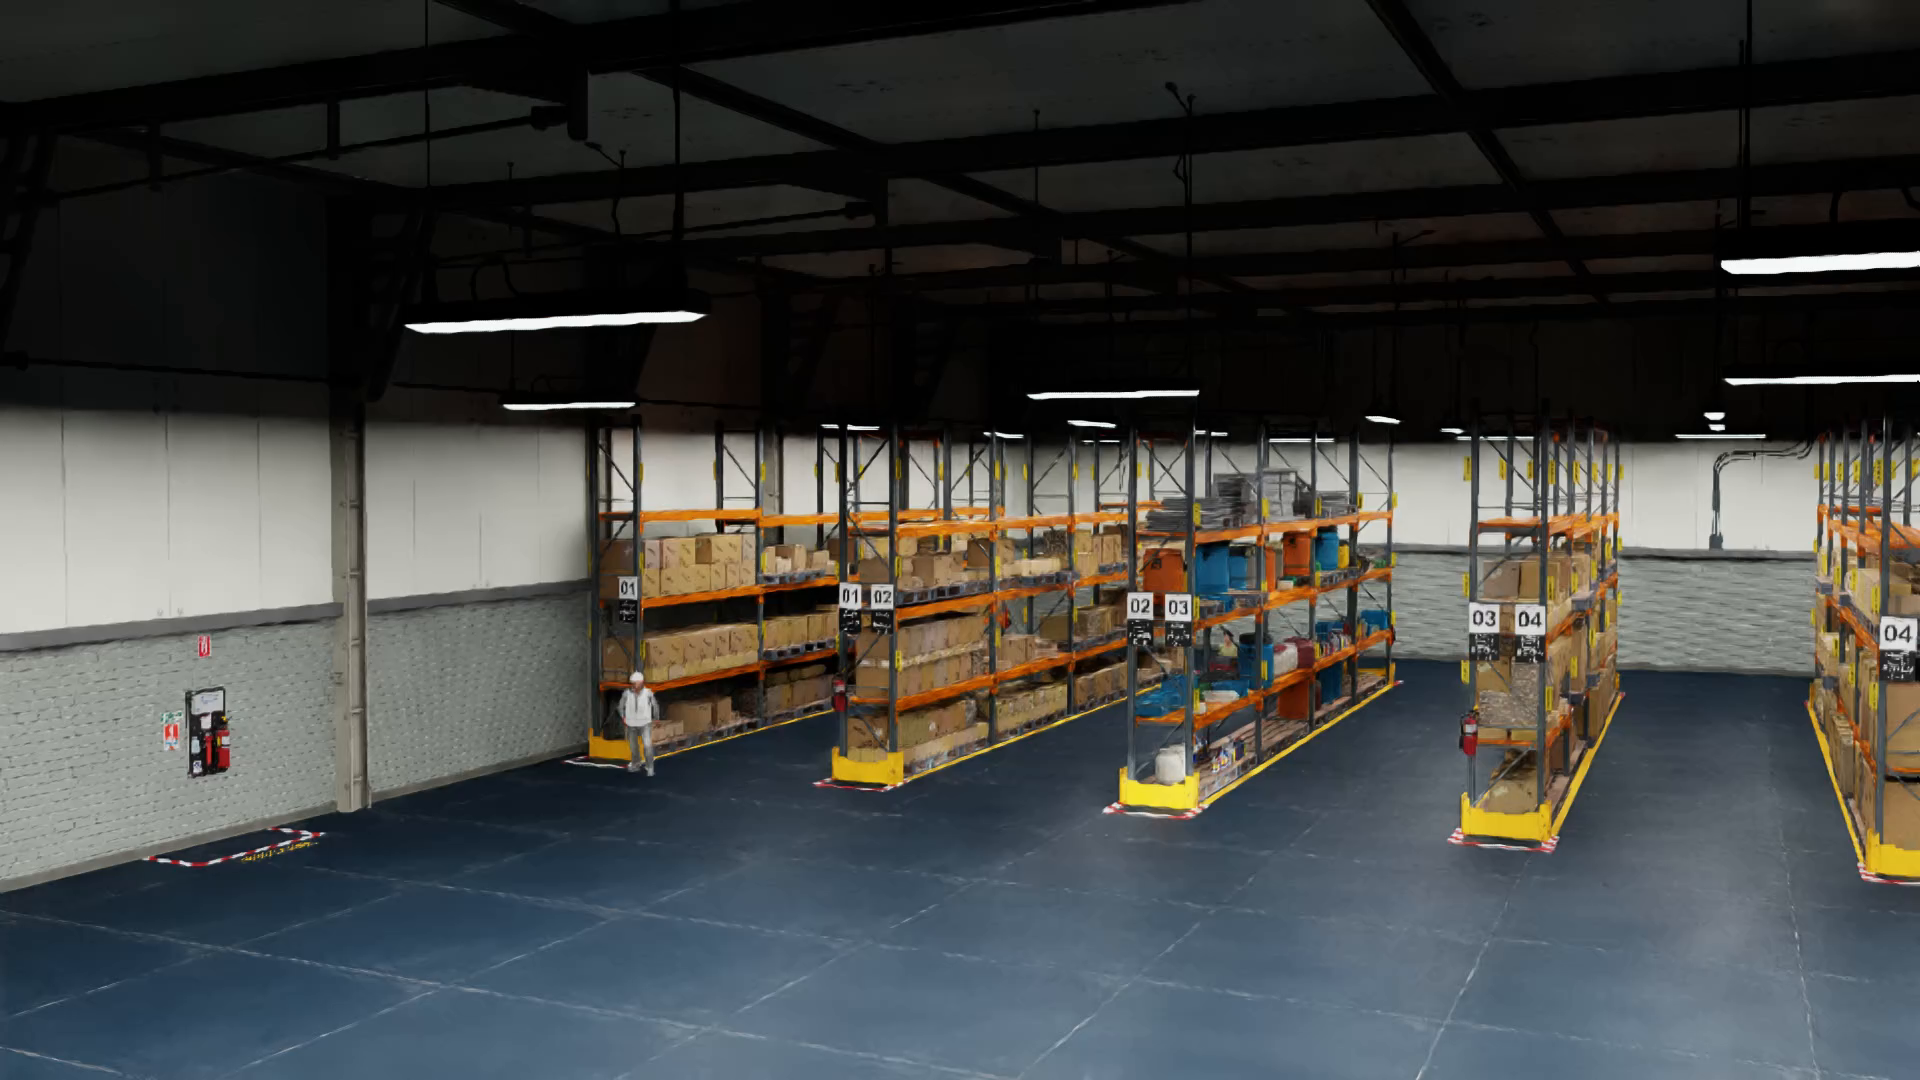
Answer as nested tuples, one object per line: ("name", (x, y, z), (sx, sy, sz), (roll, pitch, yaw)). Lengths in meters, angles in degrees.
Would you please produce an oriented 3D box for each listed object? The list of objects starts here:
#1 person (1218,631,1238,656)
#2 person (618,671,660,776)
("person", (5.722, 2.730, 35.492), (0.448, 1.590, 1.110), (1, 3, 27))
("person", (-5.289, 3.006, 27.426), (0.667, 1.714, 0.784), (0, 2, 4))
